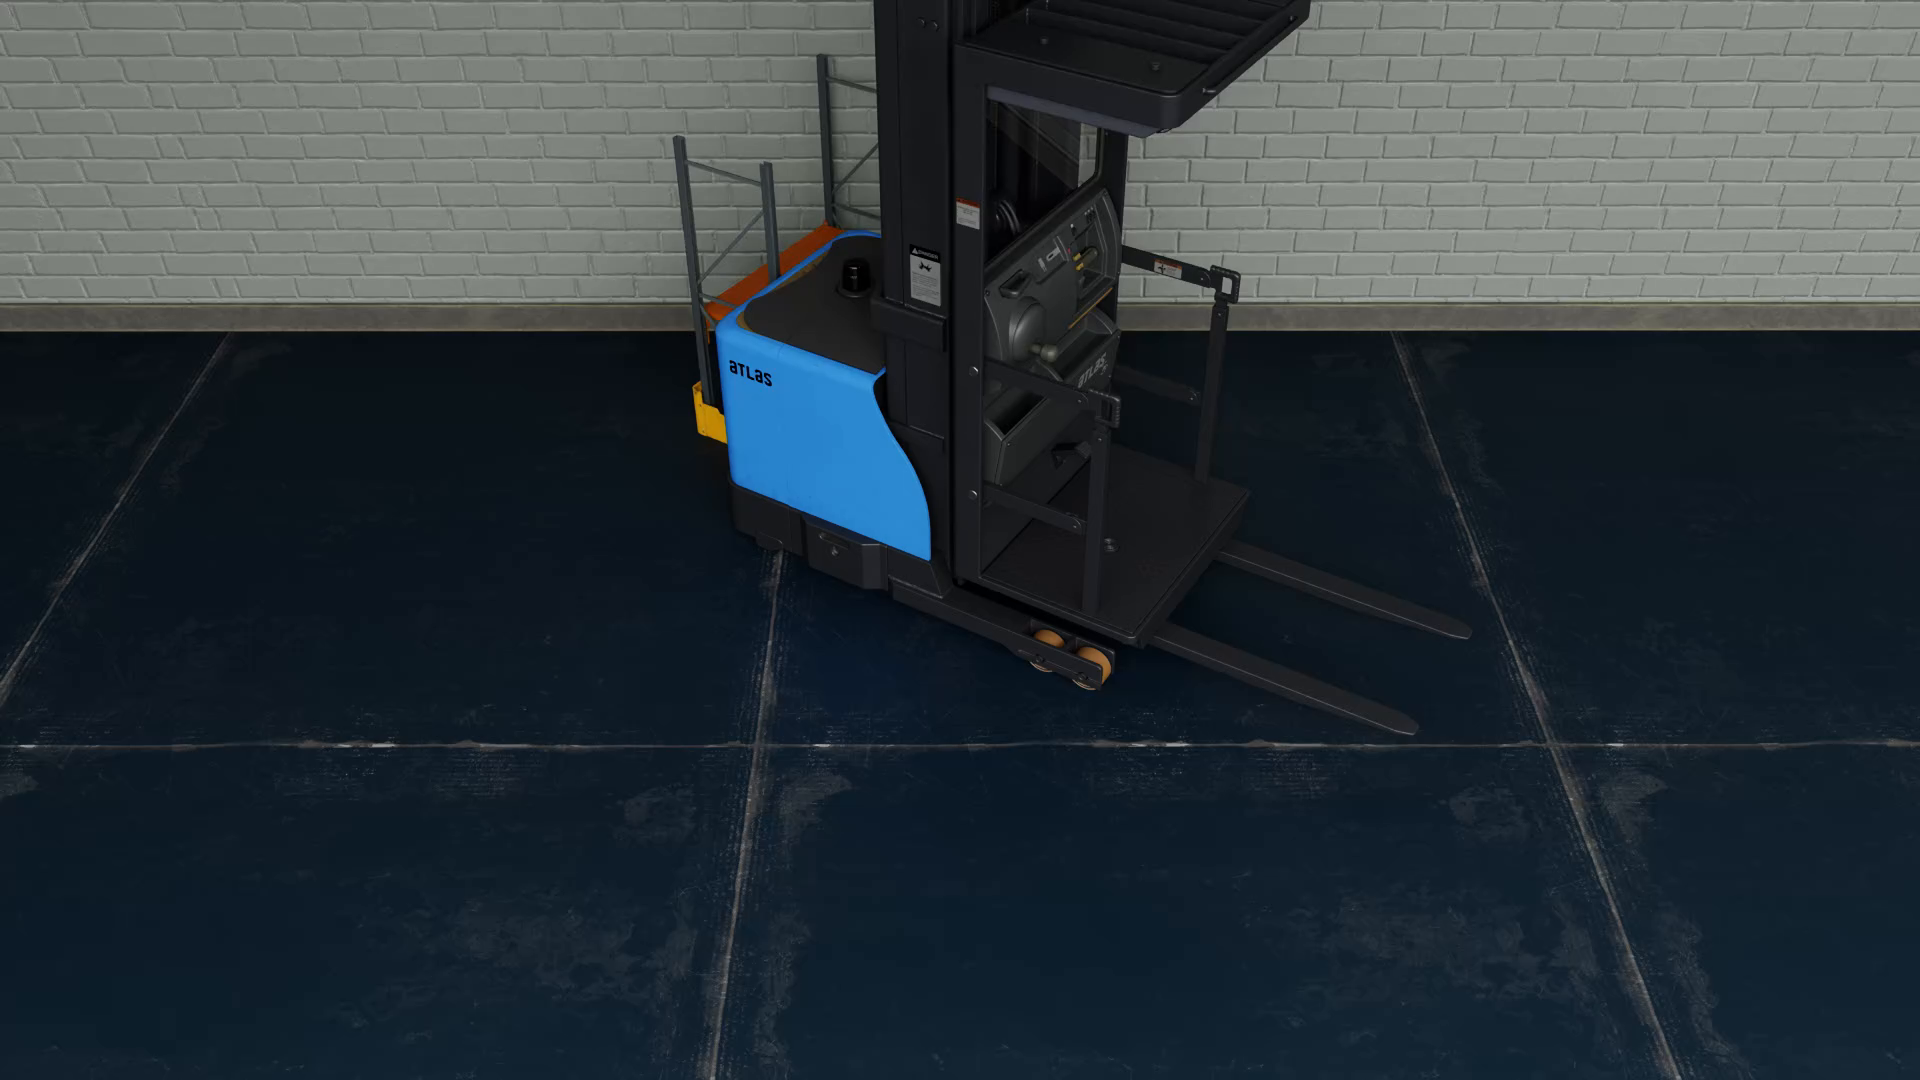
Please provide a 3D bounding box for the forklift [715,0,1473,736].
[{"bbox_3d":[0.529,-0.939,6.078,3.031,2.935,1.130,21,43,24],"label":"forklift"}]

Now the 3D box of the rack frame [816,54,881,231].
[{"bbox_3d":[-0.440,-1.559,7.996,0.500,1.500,0.032,22,43,25],"label":"rack frame"}]

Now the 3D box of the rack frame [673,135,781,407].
[{"bbox_3d":[-0.983,-1.021,7.325,0.500,1.500,0.032,22,43,25],"label":"rack frame"}]

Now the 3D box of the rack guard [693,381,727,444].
[{"bbox_3d":[-0.982,-0.534,7.717,0.587,0.250,0.087,22,43,25],"label":"rack guard"}]

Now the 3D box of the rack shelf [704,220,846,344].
[{"bbox_3d":[-0.711,-1.150,7.773,0.538,0.185,1.000,22,43,25],"label":"rack shelf"}]

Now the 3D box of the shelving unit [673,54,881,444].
[{"bbox_3d":[-0.716,-1.285,7.654,0.587,1.500,1.083,22,43,25],"label":"shelving unit"}]
